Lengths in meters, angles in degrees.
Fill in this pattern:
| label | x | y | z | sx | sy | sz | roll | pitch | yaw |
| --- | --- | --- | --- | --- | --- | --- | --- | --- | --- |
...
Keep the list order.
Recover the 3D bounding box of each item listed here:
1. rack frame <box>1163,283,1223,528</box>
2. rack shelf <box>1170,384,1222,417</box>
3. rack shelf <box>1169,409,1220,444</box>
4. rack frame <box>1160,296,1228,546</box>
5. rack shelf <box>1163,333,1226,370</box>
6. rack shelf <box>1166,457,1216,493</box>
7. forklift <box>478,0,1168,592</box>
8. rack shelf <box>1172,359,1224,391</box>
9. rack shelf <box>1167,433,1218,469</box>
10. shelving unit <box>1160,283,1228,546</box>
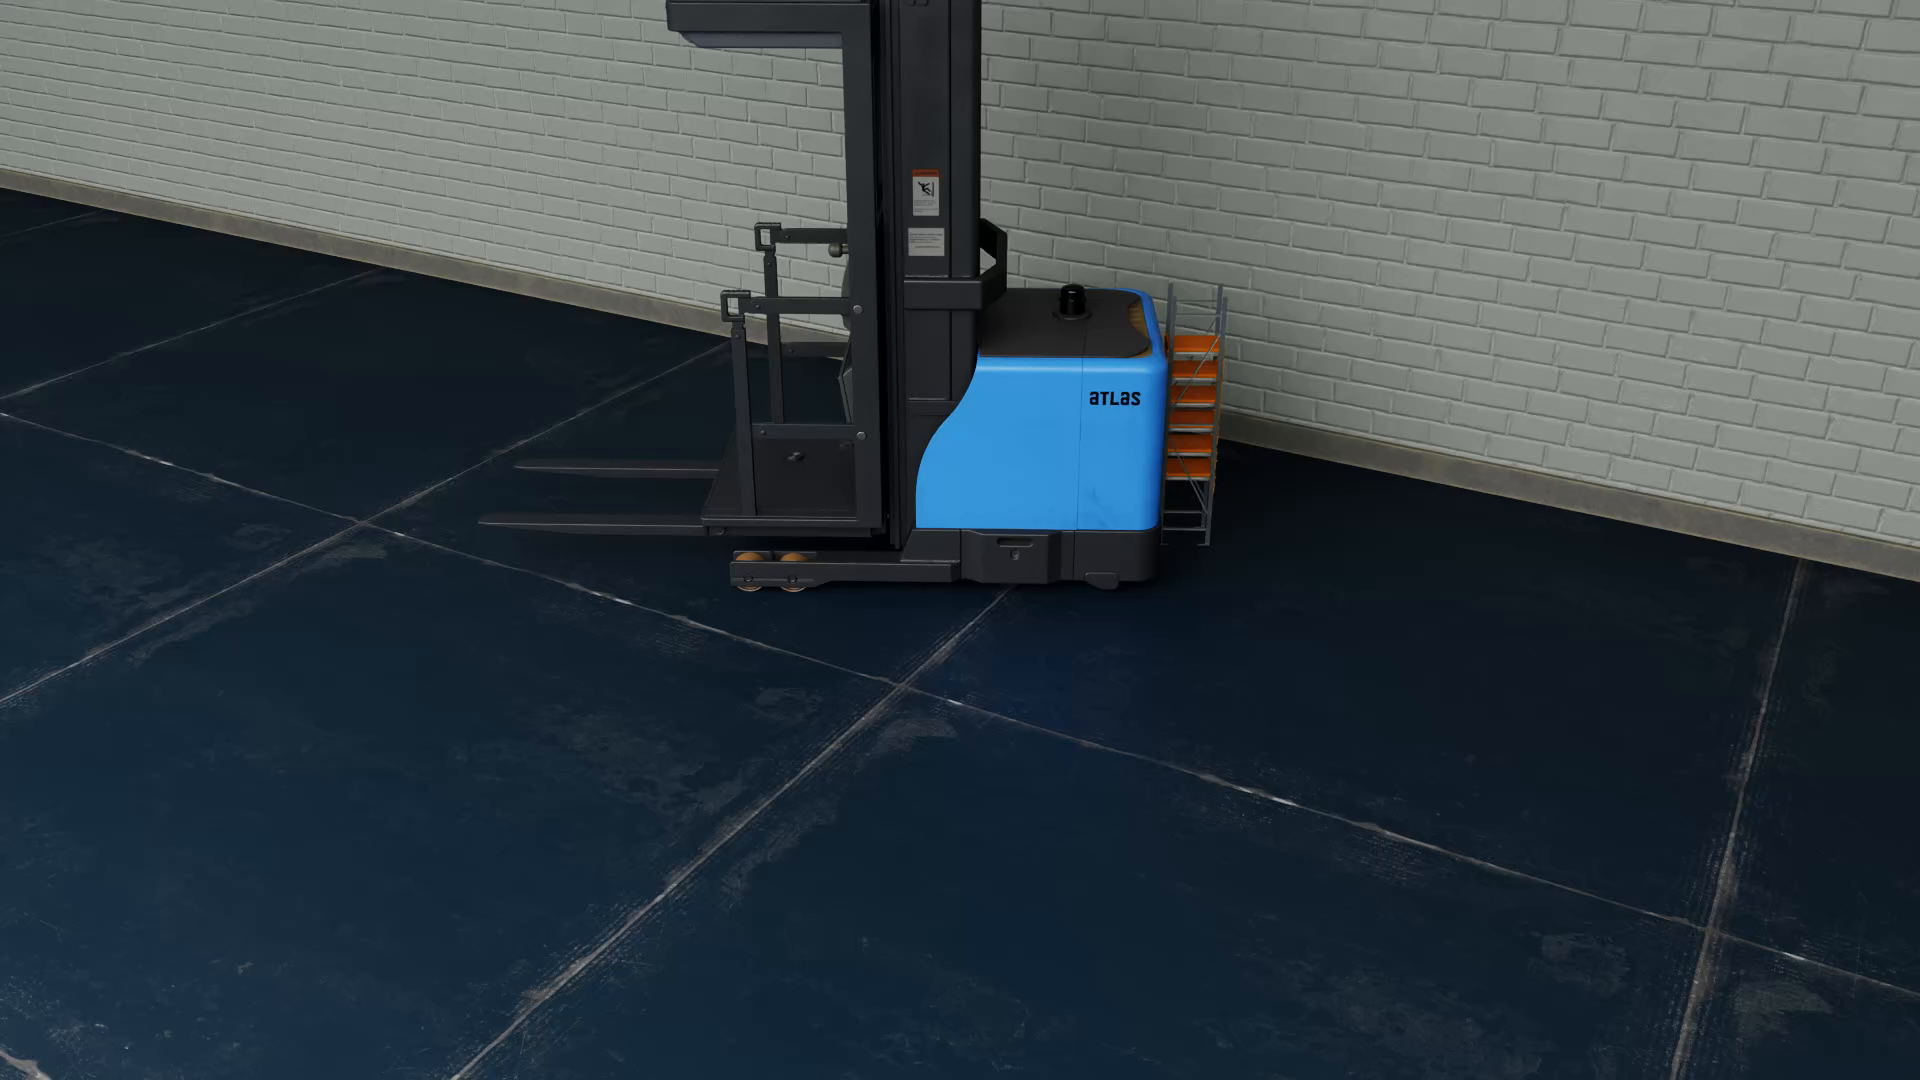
| label | x | y | z | sx | sy | sz | roll | pitch | yaw |
| --- | --- | --- | --- | --- | --- | --- | --- | --- | --- |
| rack frame | 1.039 | -0.595 | 7.598 | 0.240 | 1.200 | 0.006 | 1 | 27 | 1 |
| rack shelf | 1.037 | -0.622 | 7.483 | 0.258 | 0.103 | 0.180 | 1 | 27 | 1 |
| rack shelf | 1.037 | -0.514 | 7.536 | 0.258 | 0.103 | 0.180 | 1 | 27 | 1 |
| rack frame | 1.034 | -0.513 | 7.435 | 0.240 | 1.200 | 0.006 | 1 | 27 | 1 |
| rack shelf | 1.037 | -0.836 | 7.375 | 0.258 | 0.103 | 0.180 | 1 | 27 | 1 |
| rack shelf | 1.037 | -0.300 | 7.644 | 0.258 | 0.103 | 0.180 | 1 | 27 | 1 |
| forklift | -0.627 | -1.319 | 7.110 | 3.031 | 2.935 | 1.130 | 1 | 27 | 1 |
| rack shelf | 1.037 | -0.729 | 7.429 | 0.258 | 0.103 | 0.180 | 1 | 27 | 1 |
| rack shelf | 1.037 | -0.407 | 7.590 | 0.258 | 0.103 | 0.180 | 1 | 27 | 1 |
| shelving unit | 1.037 | -0.554 | 7.516 | 0.258 | 1.200 | 0.189 | 1 | 27 | 1 |
